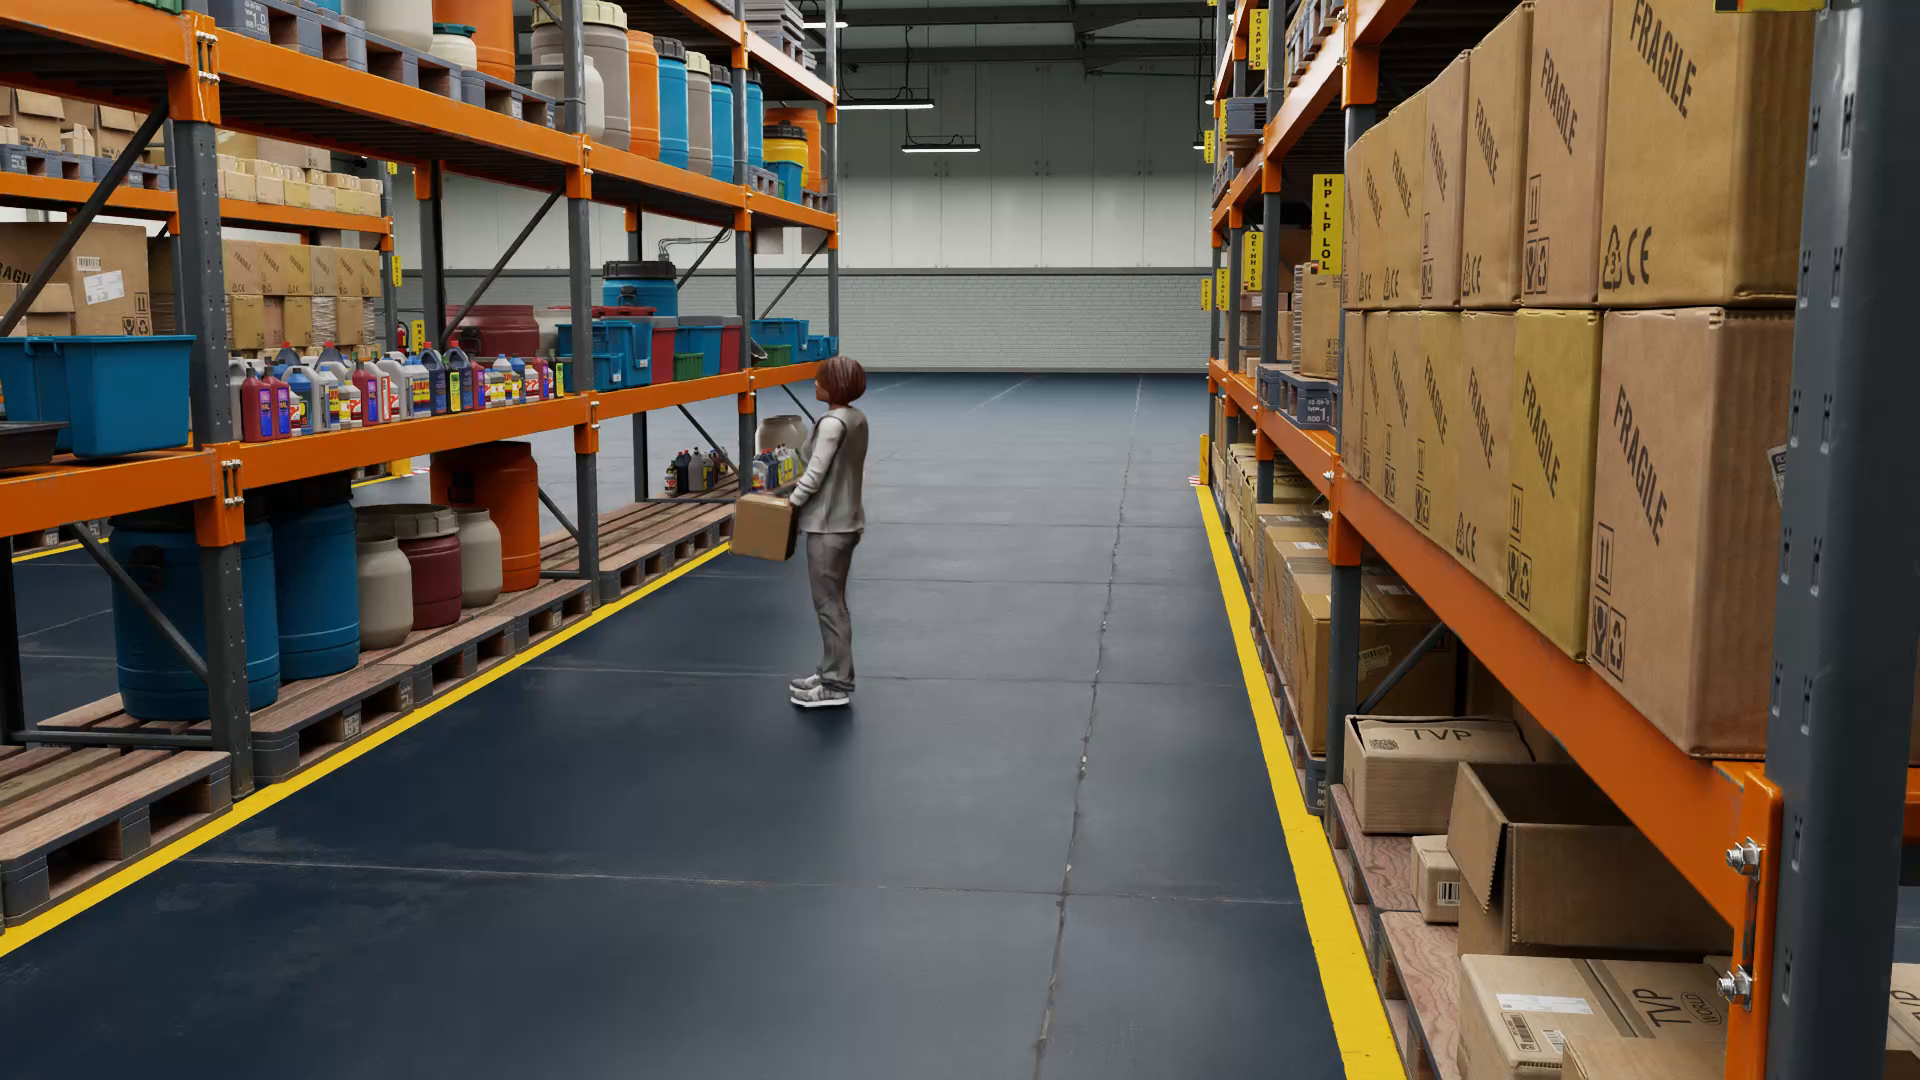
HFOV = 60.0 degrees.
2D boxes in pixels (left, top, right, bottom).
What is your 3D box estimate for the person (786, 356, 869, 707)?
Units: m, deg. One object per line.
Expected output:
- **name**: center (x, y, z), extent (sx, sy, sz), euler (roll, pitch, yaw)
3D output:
- **person**: center (-0.635, -0.031, 7.587), extent (0.445, 1.586, 0.444), euler (2, 8, 14)
